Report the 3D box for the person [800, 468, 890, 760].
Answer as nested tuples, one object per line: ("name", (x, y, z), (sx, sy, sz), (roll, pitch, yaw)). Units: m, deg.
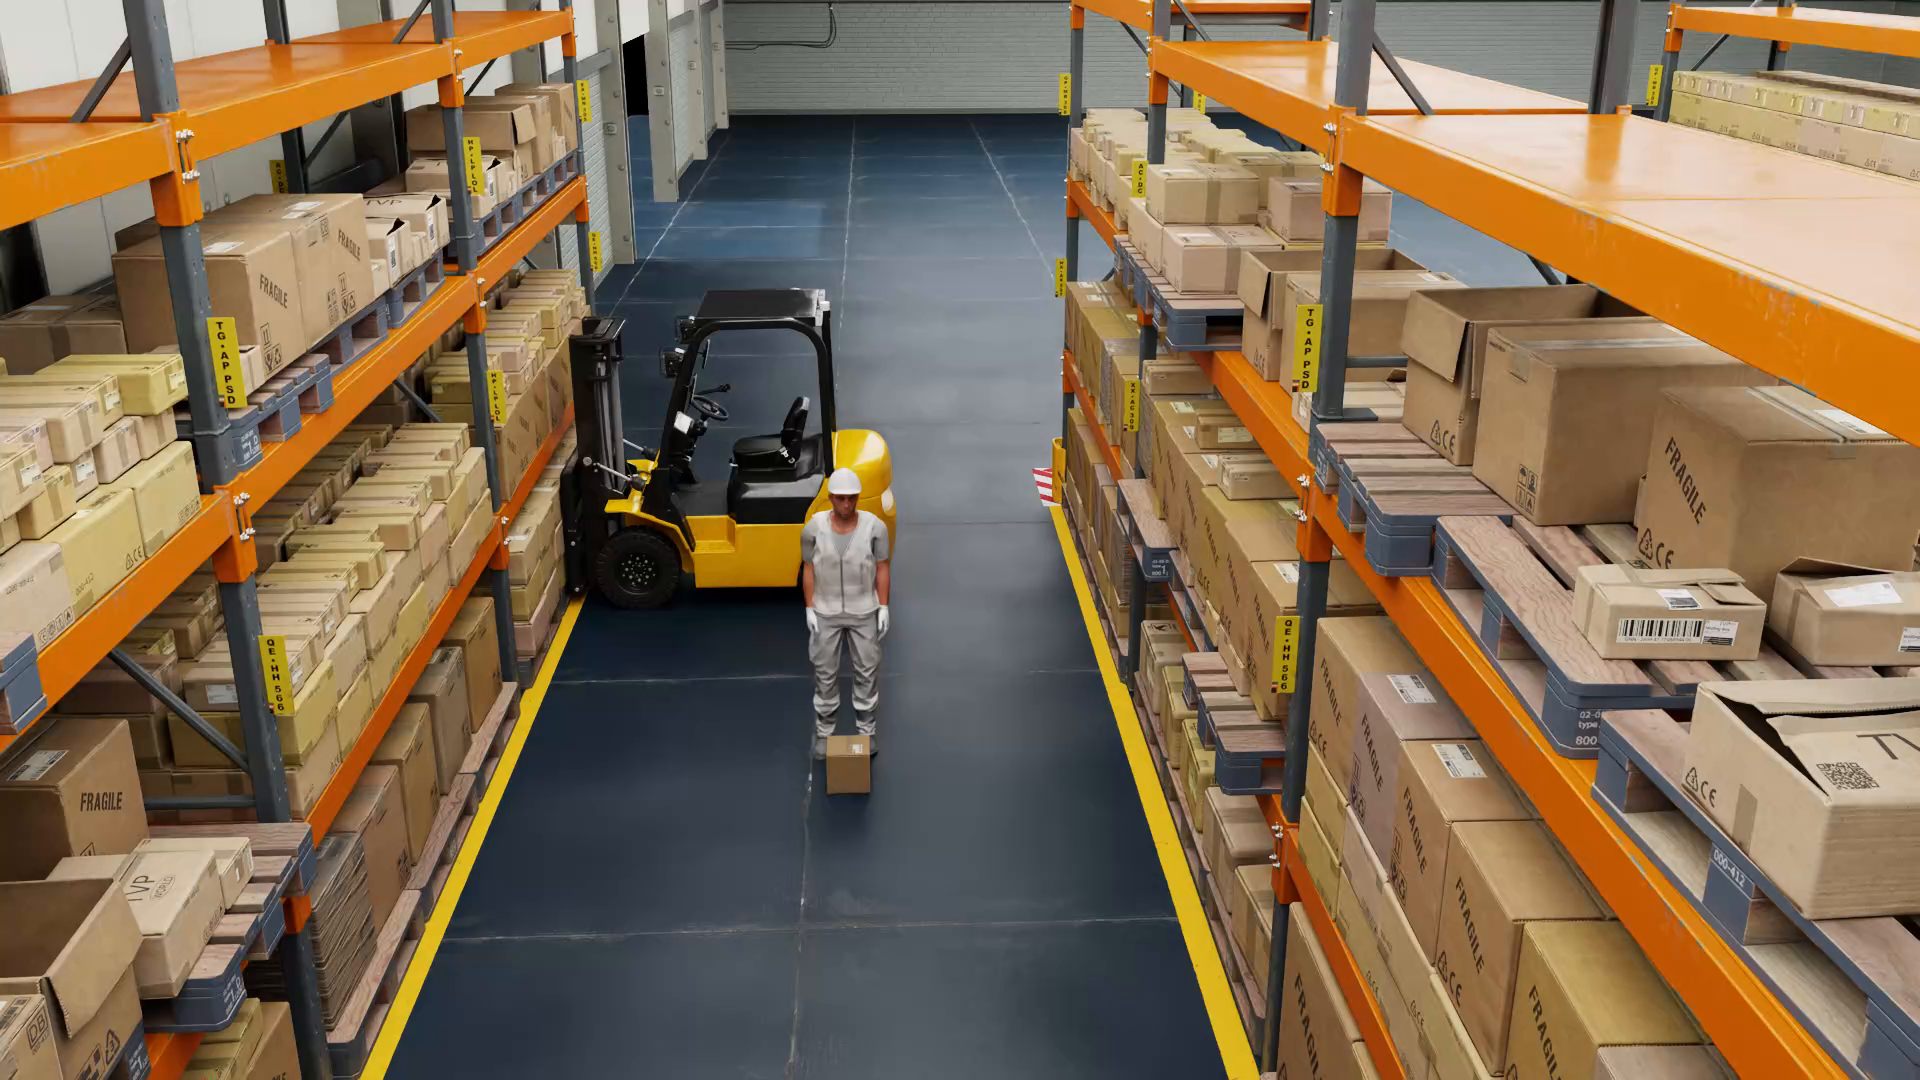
("person", (-0.672, 0.434, 9.874), (0.525, 1.795, 0.334), (-1, 20, -2))
